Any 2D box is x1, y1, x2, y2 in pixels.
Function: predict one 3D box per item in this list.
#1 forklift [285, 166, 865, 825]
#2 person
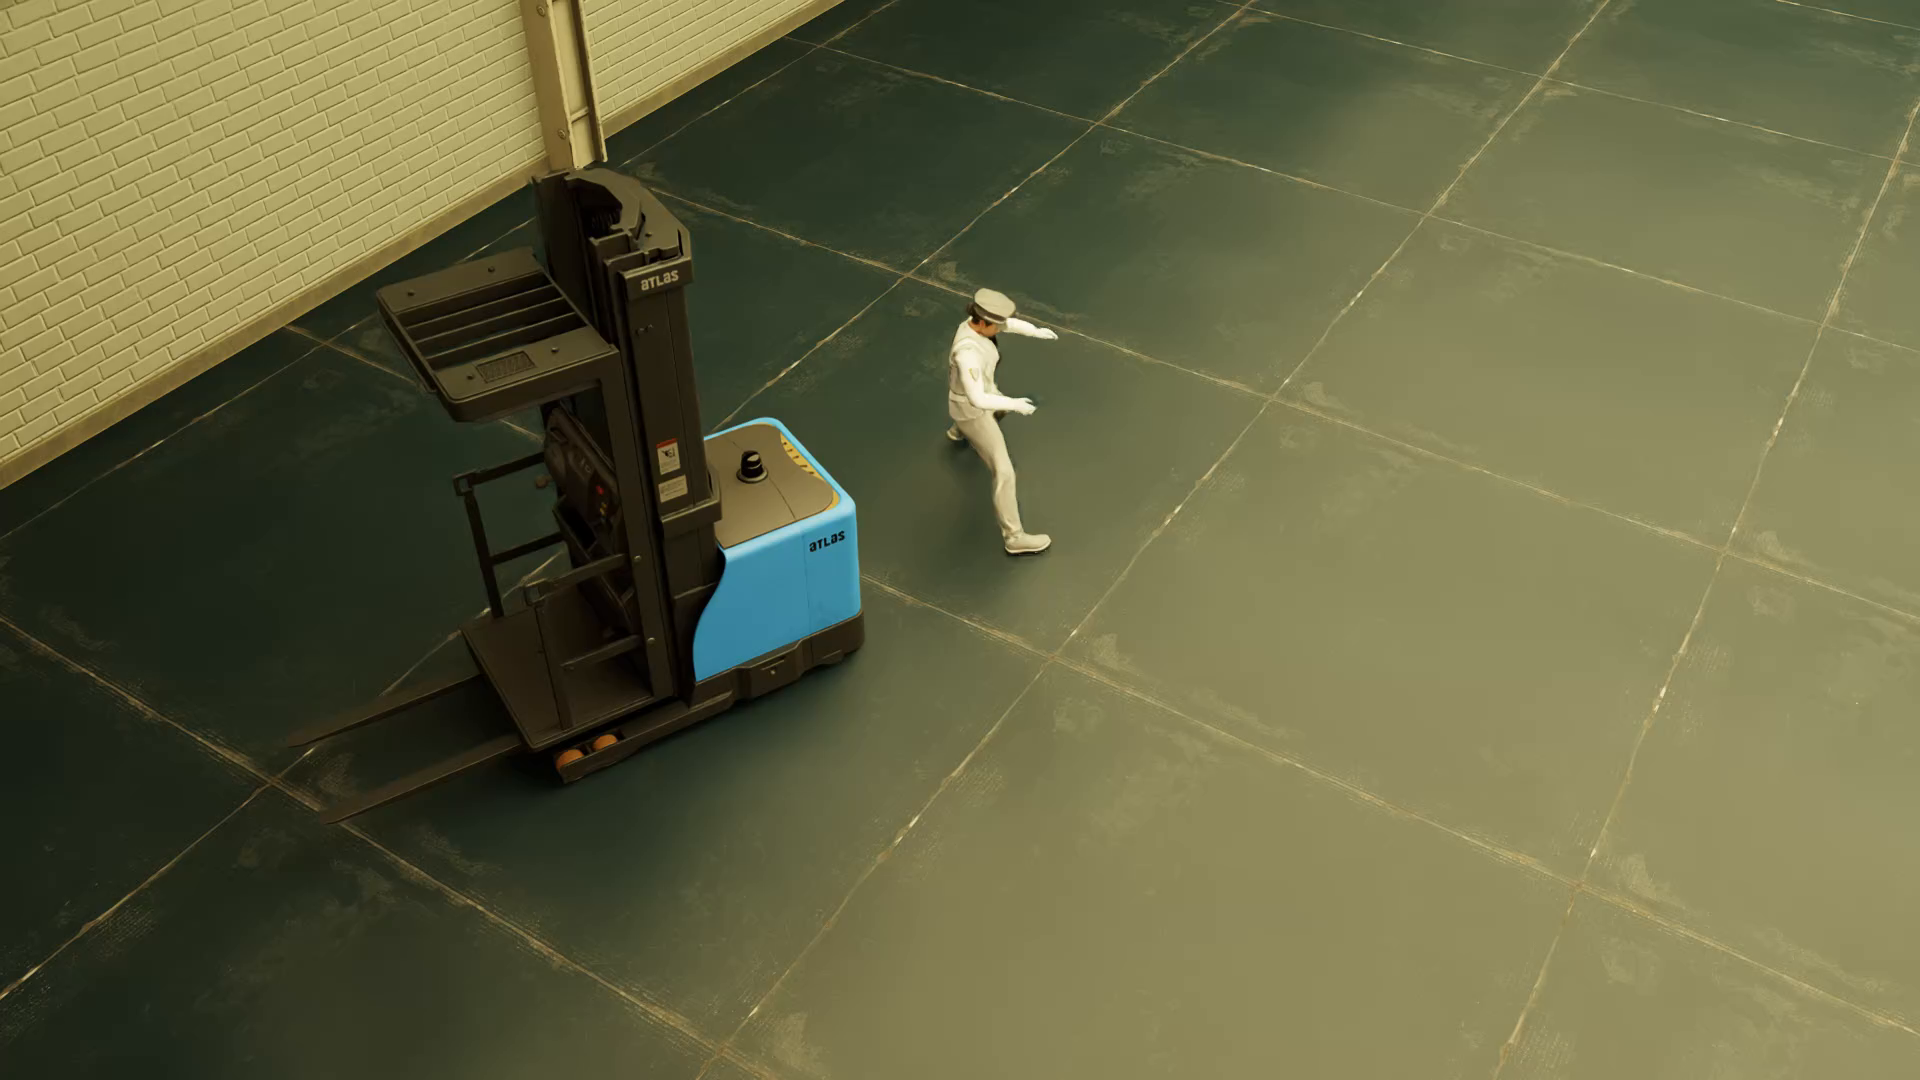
[{"bbox_3d":[-2.060,-0.245,8.256,3.031,2.935,1.130,-22,45,-24],"label":"forklift"},{"bbox_3d":[0.240,-0.881,10.130,0.787,1.473,1.248,6,41,7],"label":"person"}]
